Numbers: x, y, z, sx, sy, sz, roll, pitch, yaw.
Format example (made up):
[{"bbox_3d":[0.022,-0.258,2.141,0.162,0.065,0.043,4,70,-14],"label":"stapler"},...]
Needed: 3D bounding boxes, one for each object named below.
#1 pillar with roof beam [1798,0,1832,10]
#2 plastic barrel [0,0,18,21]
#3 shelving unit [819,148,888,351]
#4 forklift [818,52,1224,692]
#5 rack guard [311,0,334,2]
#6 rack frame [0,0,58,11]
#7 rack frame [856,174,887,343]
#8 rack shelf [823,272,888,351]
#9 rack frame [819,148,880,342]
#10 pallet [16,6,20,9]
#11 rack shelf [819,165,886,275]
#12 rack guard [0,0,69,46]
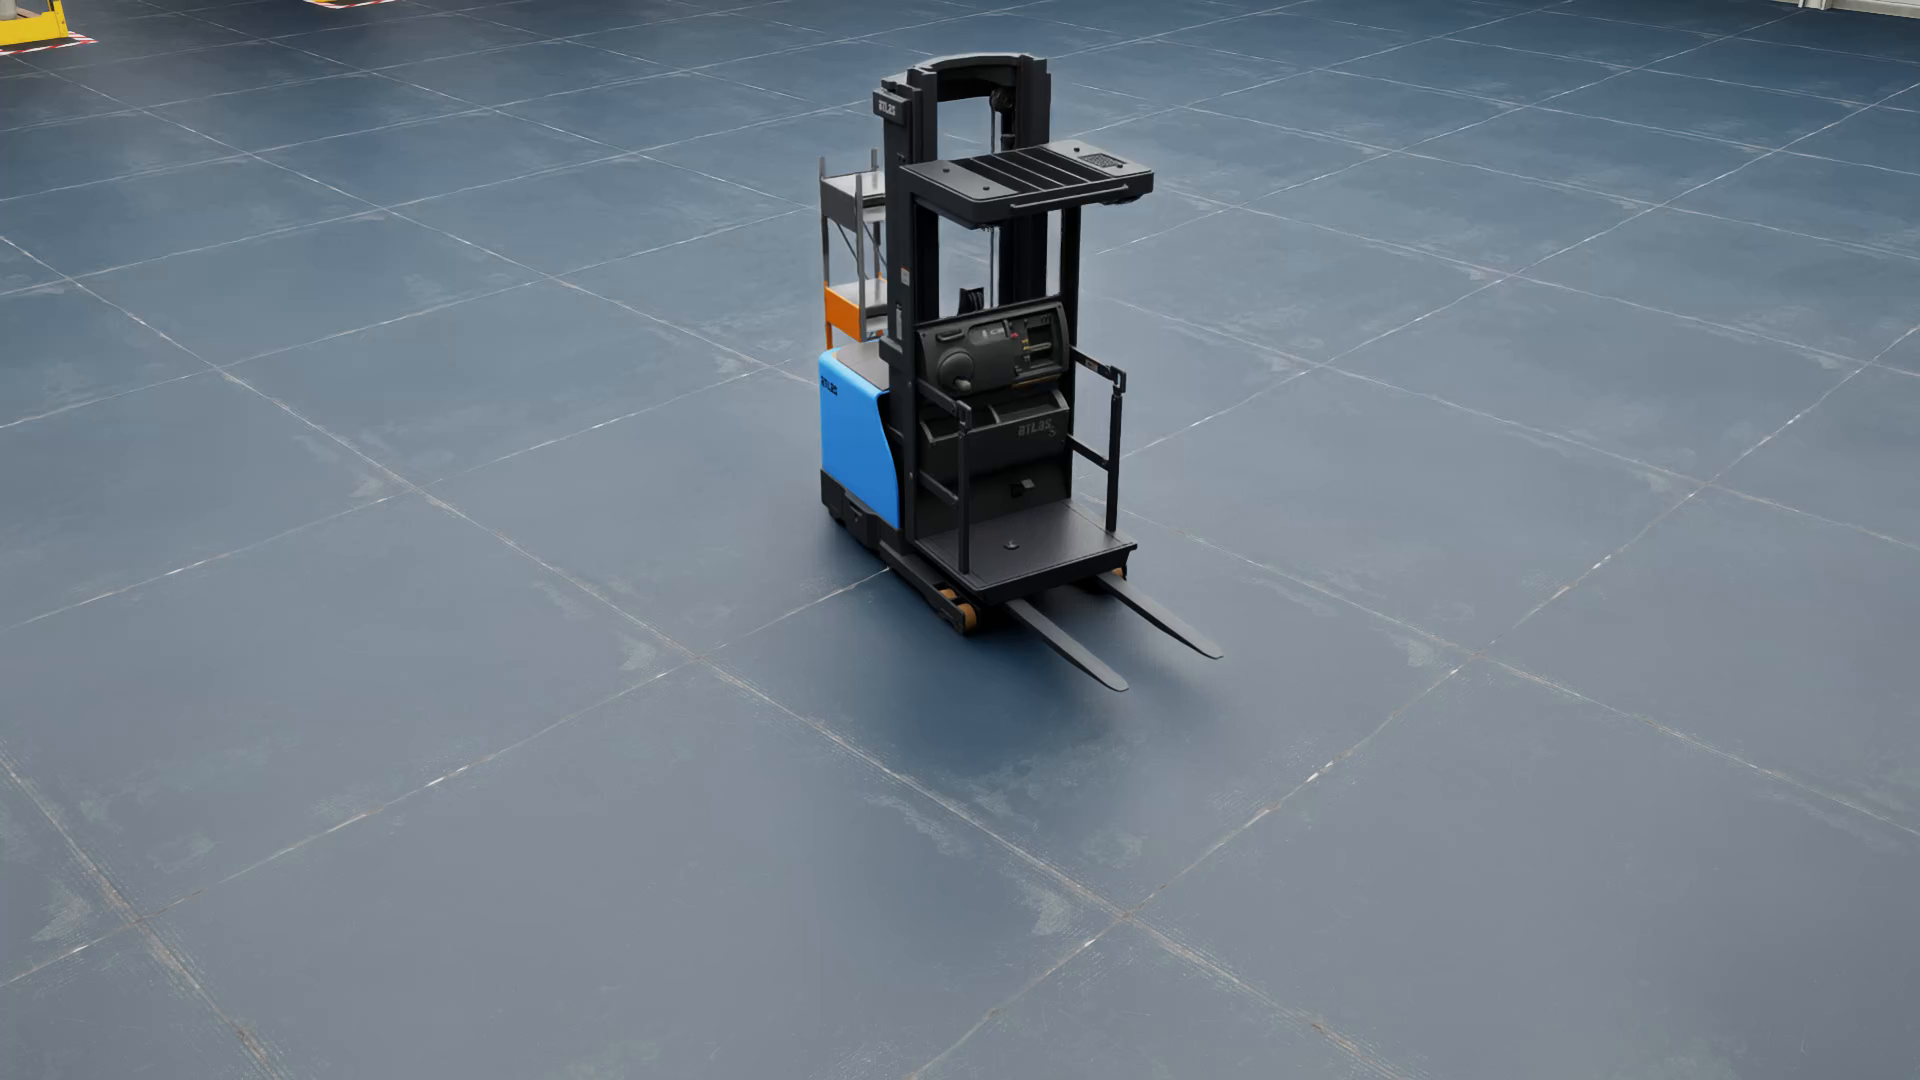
[{"bbox_3d":[10.471,-10.964,21.432,0.400,9.000,9.100,25,36,38],"label":"pillar with roof beam"},{"bbox_3d":[-13.902,-7.778,24.040,0.421,0.512,0.421,0,28,0],"label":"plastic barrel"},{"bbox_3d":[-0.567,-1.378,10.612,0.431,2.100,0.503,-16,31,-27],"label":"shelving unit"},{"bbox_3d":[0.308,-1.024,9.049,1.130,2.935,3.031,-16,32,-27],"label":"forklift"},{"bbox_3d":[-9.961,-9.066,26.954,0.348,0.500,1.175,25,36,38],"label":"rack guard"},{"bbox_3d":[-13.379,-8.503,23.199,0.127,3.000,1.000,25,36,38],"label":"rack frame"},{"bbox_3d":[-0.442,-1.281,10.427,0.400,2.100,0.015,-16,31,-27],"label":"rack frame"},{"bbox_3d":[-0.567,-1.366,10.619,0.431,0.518,0.480,-16,31,-27],"label":"rack shelf"},{"bbox_3d":[-0.692,-1.475,10.798,0.400,2.100,0.015,-16,31,-27],"label":"rack frame"},{"bbox_3d":[-14.908,-7.943,25.130,1.213,0.211,1.003,25,36,38],"label":"pallet"},{"bbox_3d":[-0.568,-1.986,10.294,0.431,0.518,0.480,-16,31,-27],"label":"rack shelf"},{"bbox_3d":[-13.467,-7.406,23.798,0.348,0.500,1.175,25,36,38],"label":"rack guard"}]
